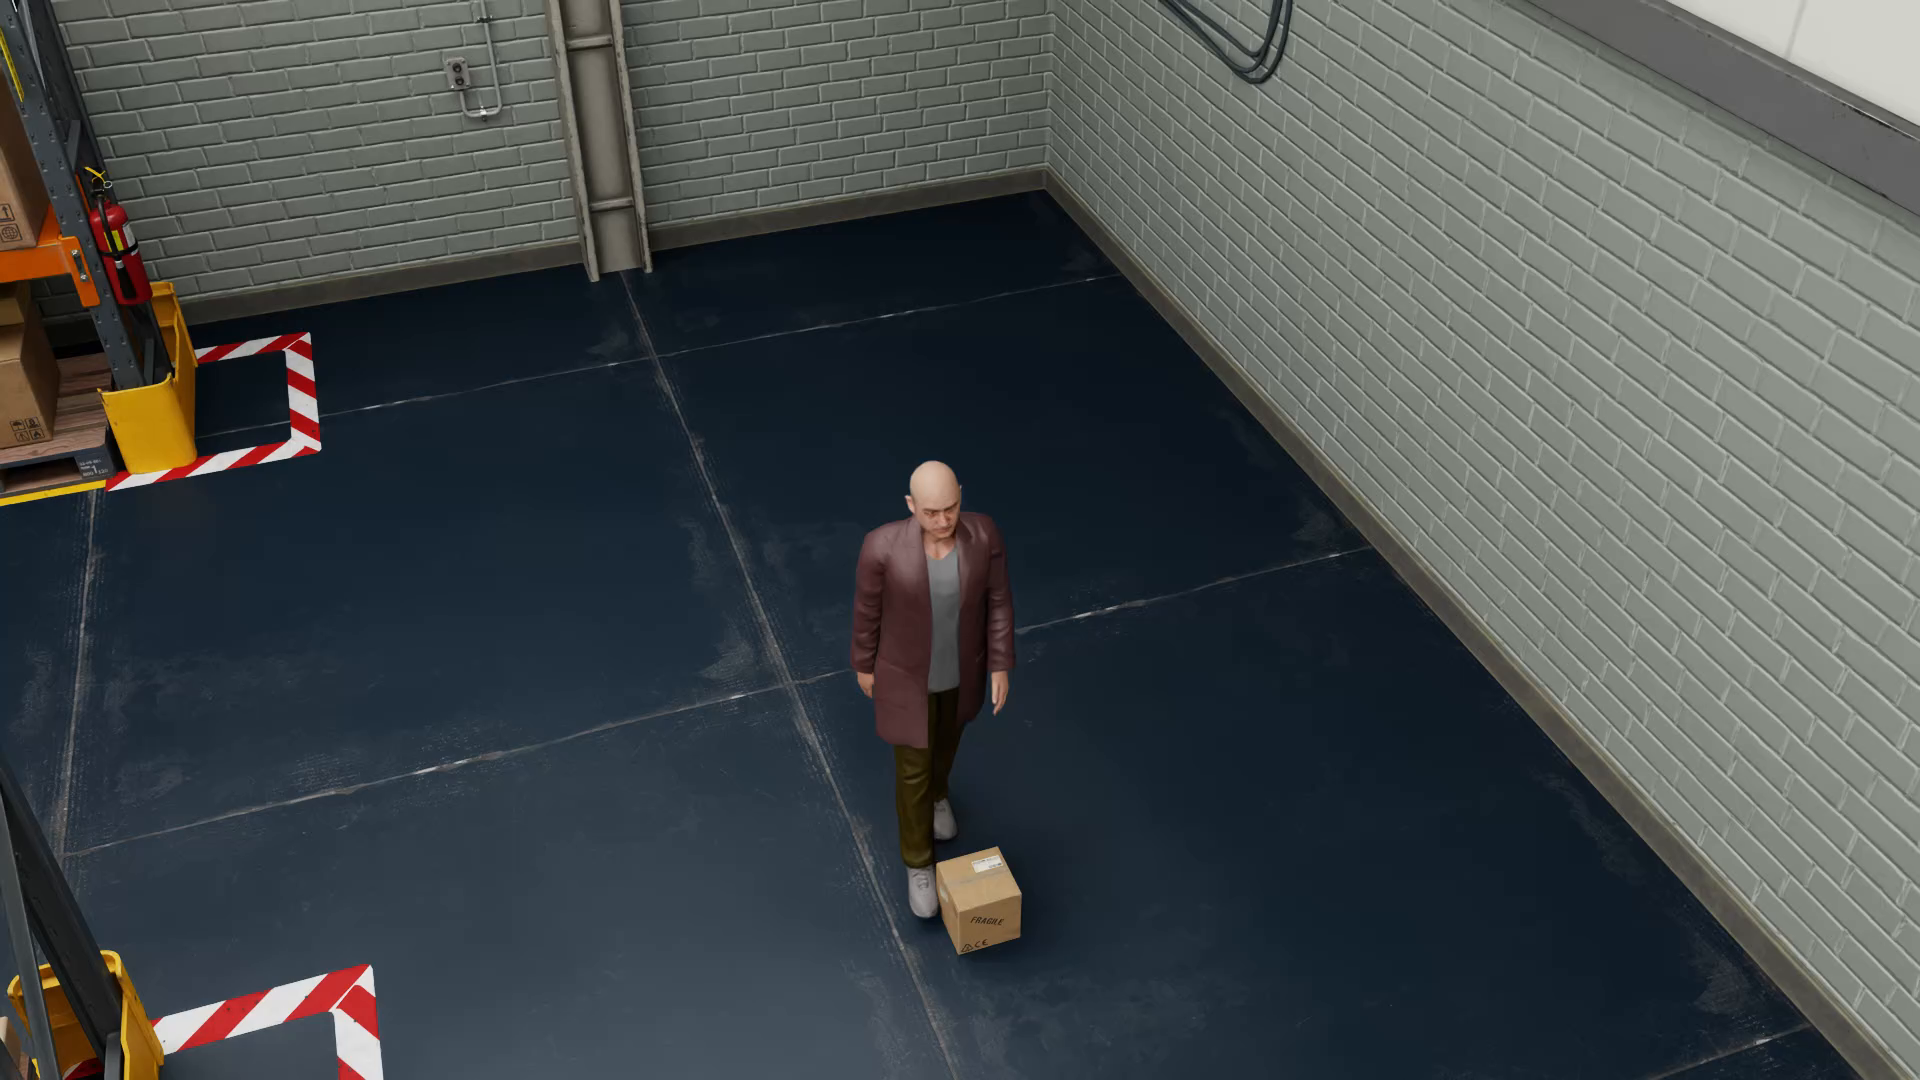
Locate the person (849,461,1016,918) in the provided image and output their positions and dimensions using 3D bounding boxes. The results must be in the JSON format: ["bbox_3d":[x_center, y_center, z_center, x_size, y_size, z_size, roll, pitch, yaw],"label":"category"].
[{"bbox_3d":[-0.068,0.512,6.111,0.593,1.773,0.731,-13,39,-16],"label":"person"}]
